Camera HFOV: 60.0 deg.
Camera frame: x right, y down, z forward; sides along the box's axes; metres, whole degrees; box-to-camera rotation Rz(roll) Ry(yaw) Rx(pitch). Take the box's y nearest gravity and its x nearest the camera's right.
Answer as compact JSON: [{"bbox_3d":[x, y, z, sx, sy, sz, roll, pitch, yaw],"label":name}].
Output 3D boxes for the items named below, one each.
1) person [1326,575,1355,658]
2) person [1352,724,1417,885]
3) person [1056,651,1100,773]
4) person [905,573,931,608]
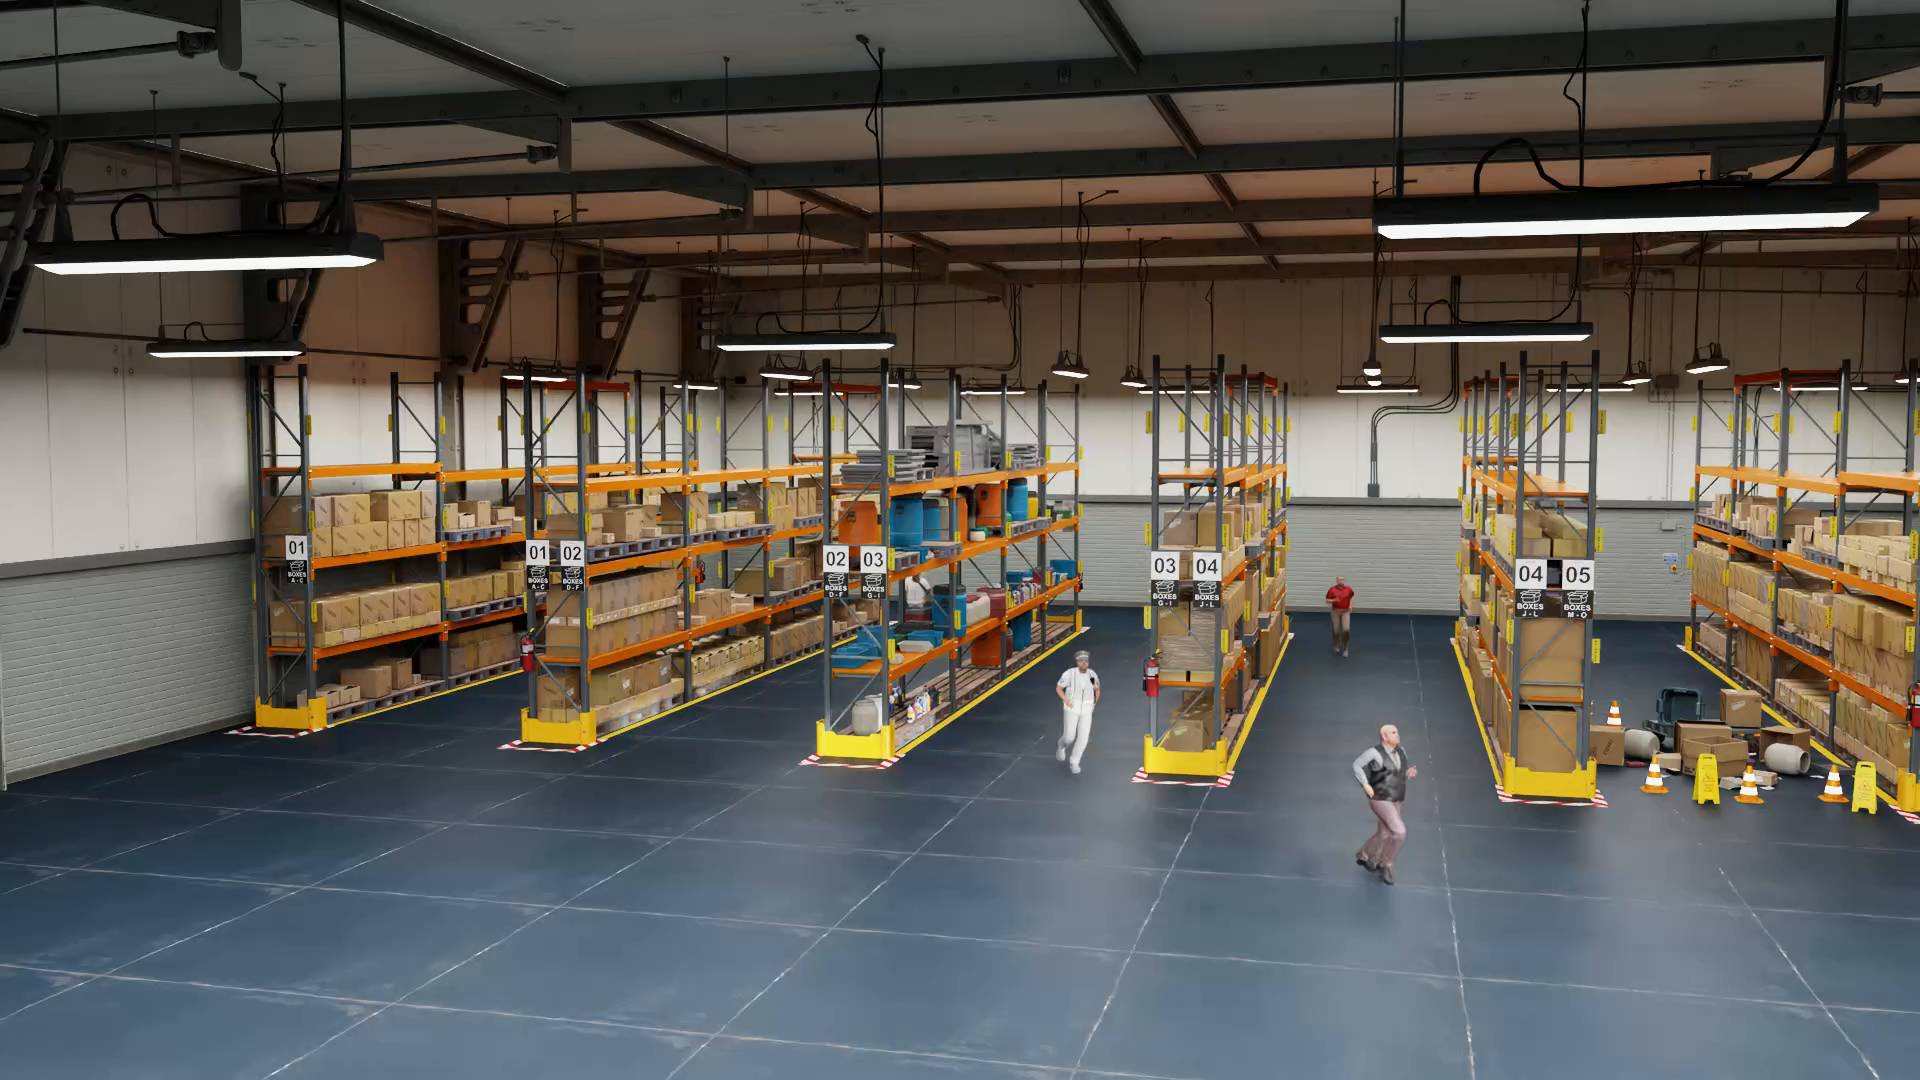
[{"bbox_3d":[8.265,1.659,36.129,0.640,1.789,0.755,1,4,8],"label":"person"},{"bbox_3d":[4.689,2.889,18.346,0.646,1.735,0.753,-3,5,-38],"label":"person"},{"bbox_3d":[1.731,2.475,24.273,0.676,1.768,0.700,-1,4,-10],"label":"person"},{"bbox_3d":[-1.031,1.467,38.992,0.688,1.714,0.620,0,4,2],"label":"person"}]
